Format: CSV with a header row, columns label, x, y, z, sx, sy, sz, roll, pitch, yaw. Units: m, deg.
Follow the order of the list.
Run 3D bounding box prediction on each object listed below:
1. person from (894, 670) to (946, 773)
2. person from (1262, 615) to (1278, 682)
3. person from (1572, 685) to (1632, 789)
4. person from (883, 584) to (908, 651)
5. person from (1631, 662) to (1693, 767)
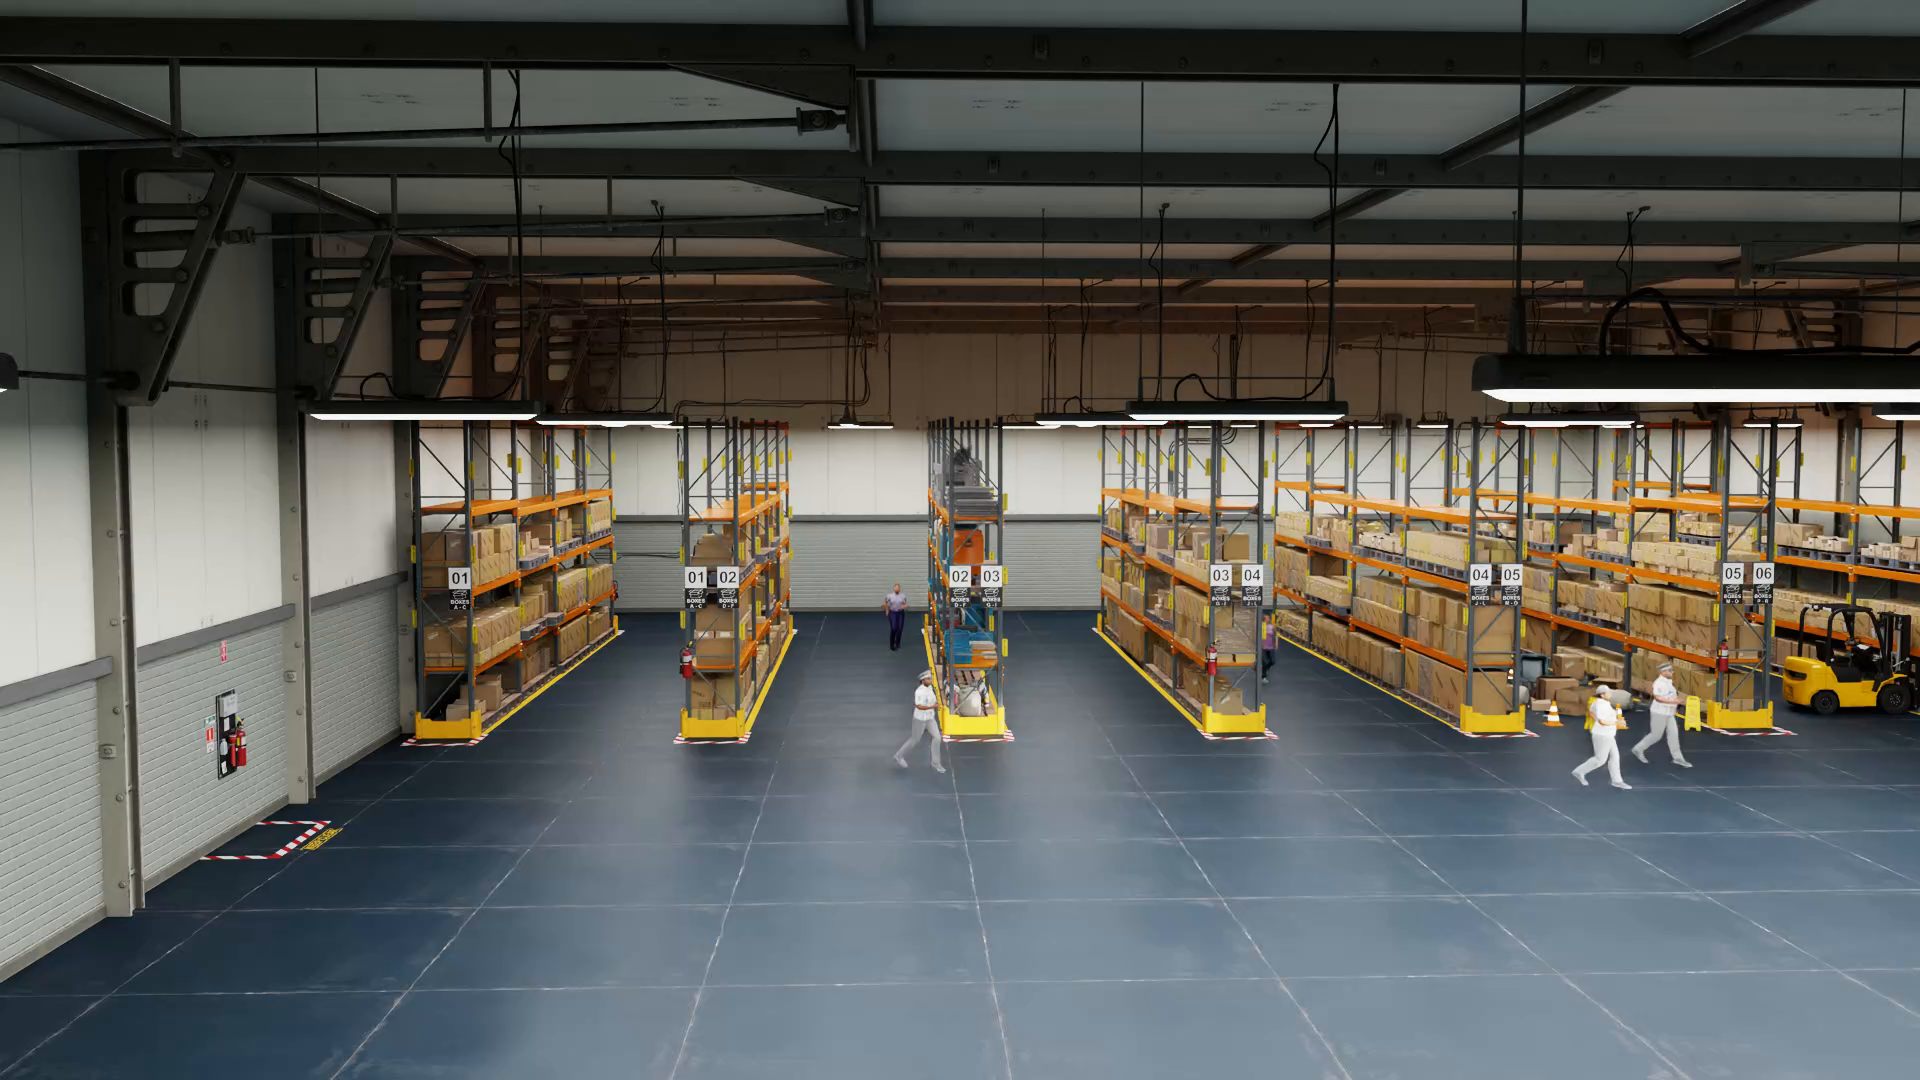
label,x,y,z,sx,sy,sz,roll,pitch,yaw
person,-0.650,3.046,28.090,0.896,1.742,0.587,2,4,33
person,6.990,2.477,37.902,0.590,1.536,0.571,-1,4,-10
person,10.260,3.140,26.538,0.894,1.644,0.612,2,4,24
person,-1.578,1.932,41.464,0.585,1.681,0.612,-1,4,-13
person,11.999,2.962,28.394,0.974,1.775,0.650,3,5,42
